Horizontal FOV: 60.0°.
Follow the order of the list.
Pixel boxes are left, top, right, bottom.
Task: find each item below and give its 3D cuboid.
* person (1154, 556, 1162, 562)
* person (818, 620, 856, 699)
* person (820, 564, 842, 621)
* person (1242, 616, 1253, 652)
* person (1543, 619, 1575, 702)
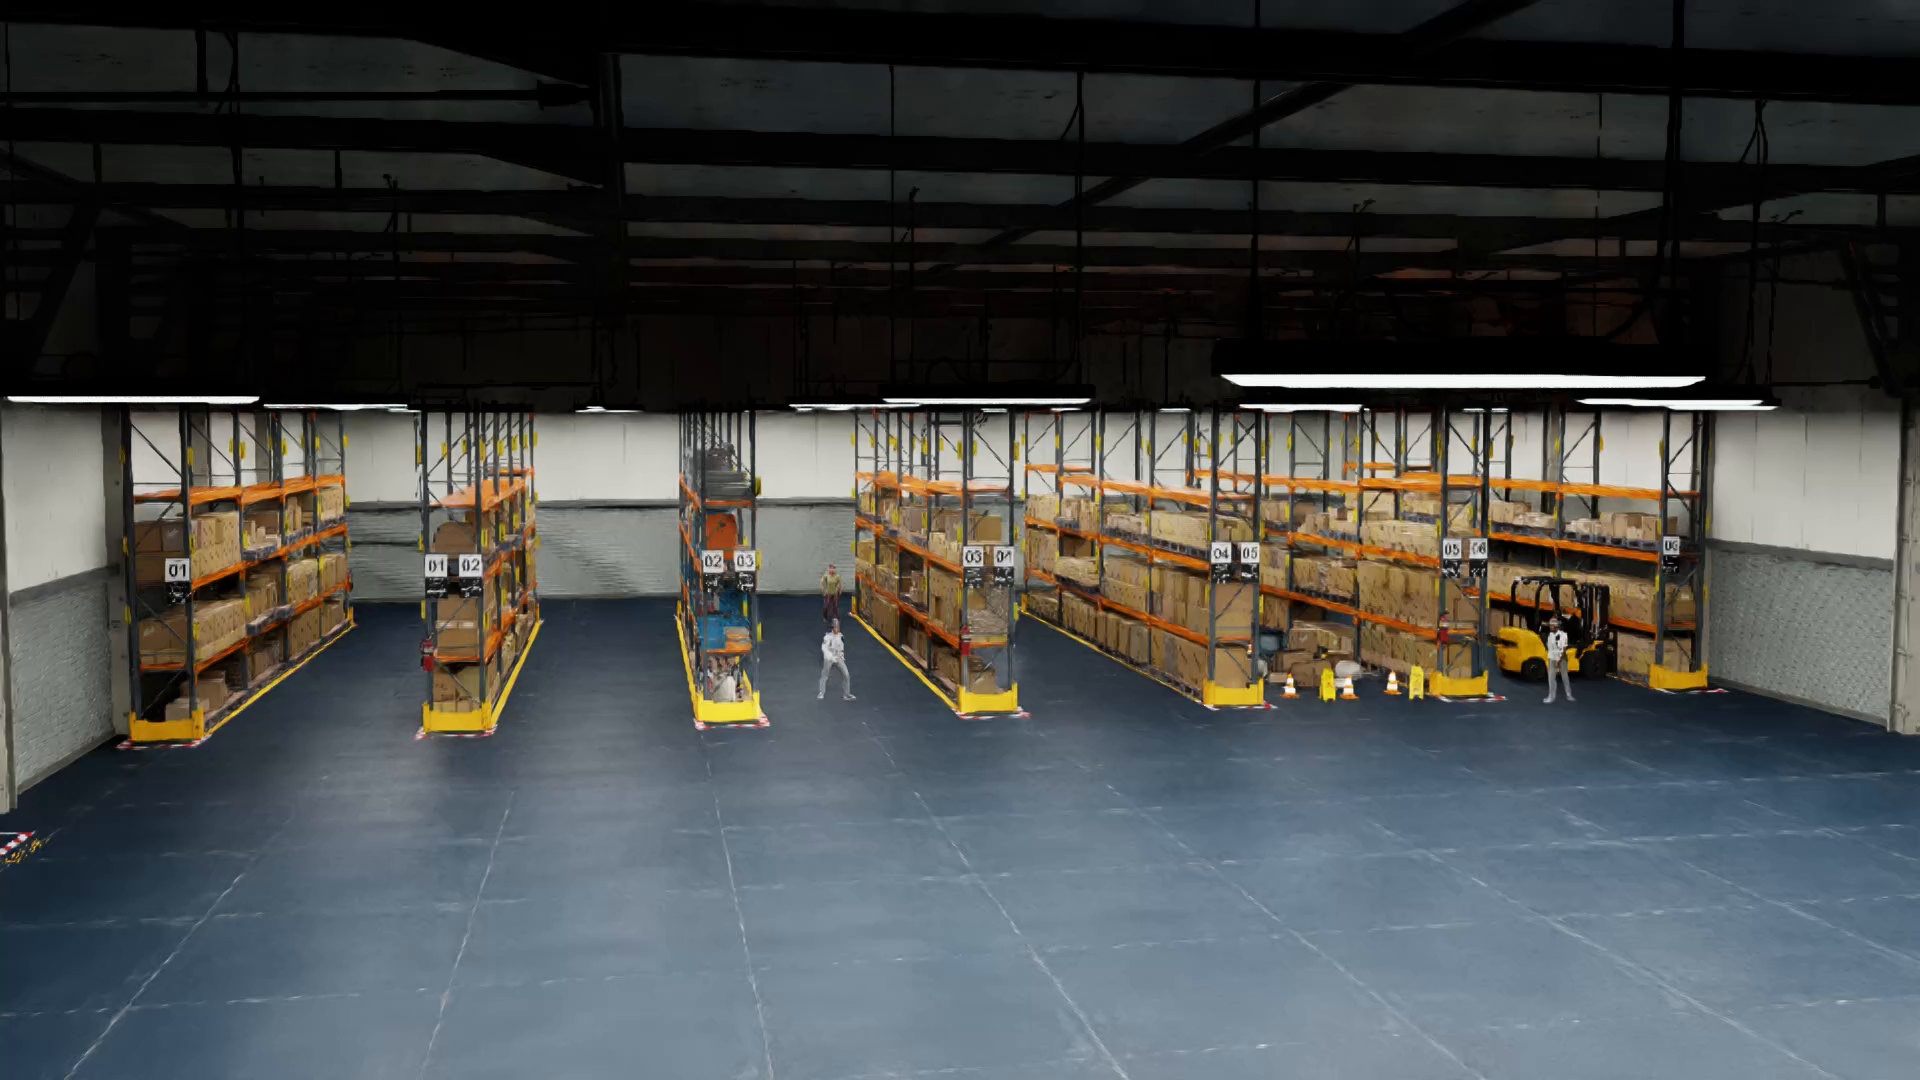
[{"bbox_3d":[6.123,0.950,51.701,0.700,1.770,0.553,-4,6,-40],"label":"person"},{"bbox_3d":[-2.531,2.389,33.398,0.635,1.613,0.786,-3,5,-30],"label":"person"},{"bbox_3d":[-3.557,1.457,45.942,0.598,1.619,0.507,-1,4,-12],"label":"person"},{"bbox_3d":[6.723,1.942,39.314,0.522,1.577,0.520,1,5,19],"label":"person"},{"bbox_3d":[11.961,2.393,33.188,0.687,1.657,0.488,-3,6,-39],"label":"person"}]
